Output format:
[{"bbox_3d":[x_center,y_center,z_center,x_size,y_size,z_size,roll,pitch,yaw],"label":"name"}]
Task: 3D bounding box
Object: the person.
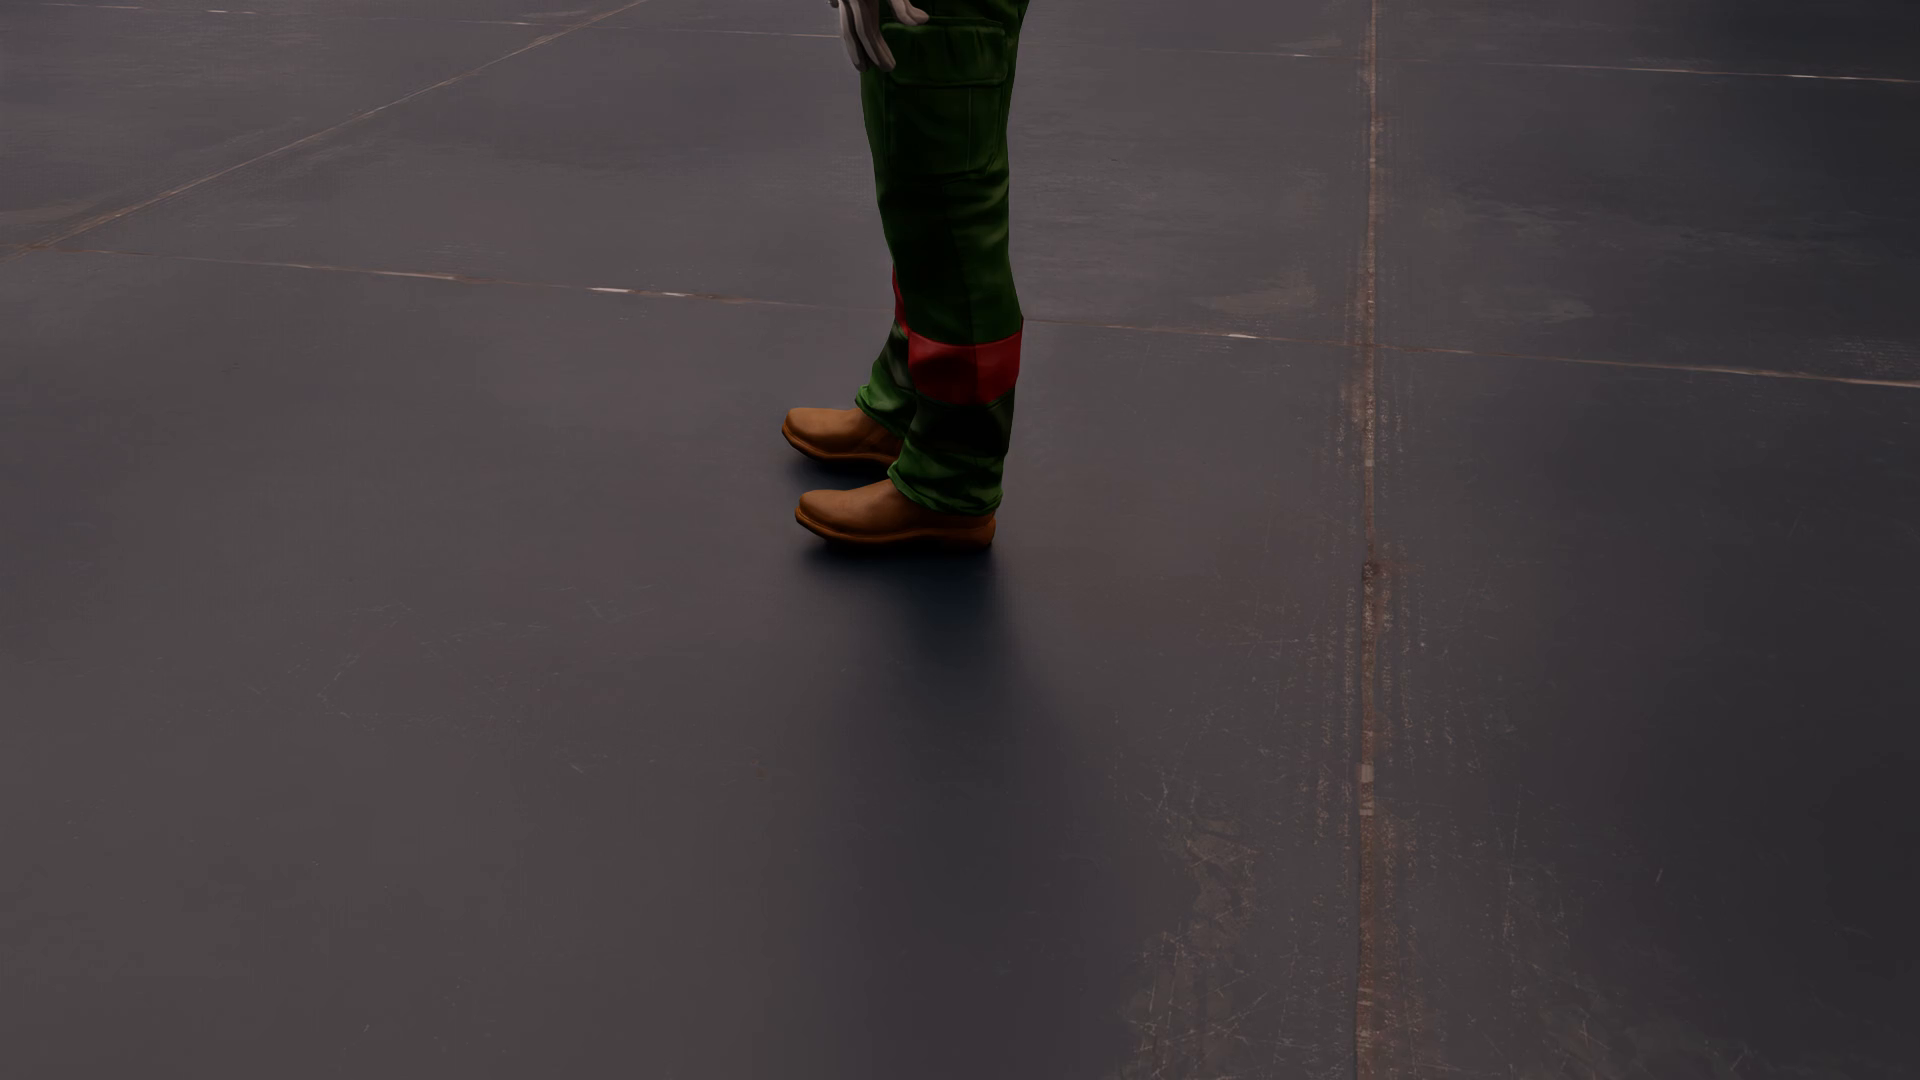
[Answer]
[{"bbox_3d":[-0.076,-0.819,2.120,0.562,1.790,0.637,6,27,11],"label":"person"}]
